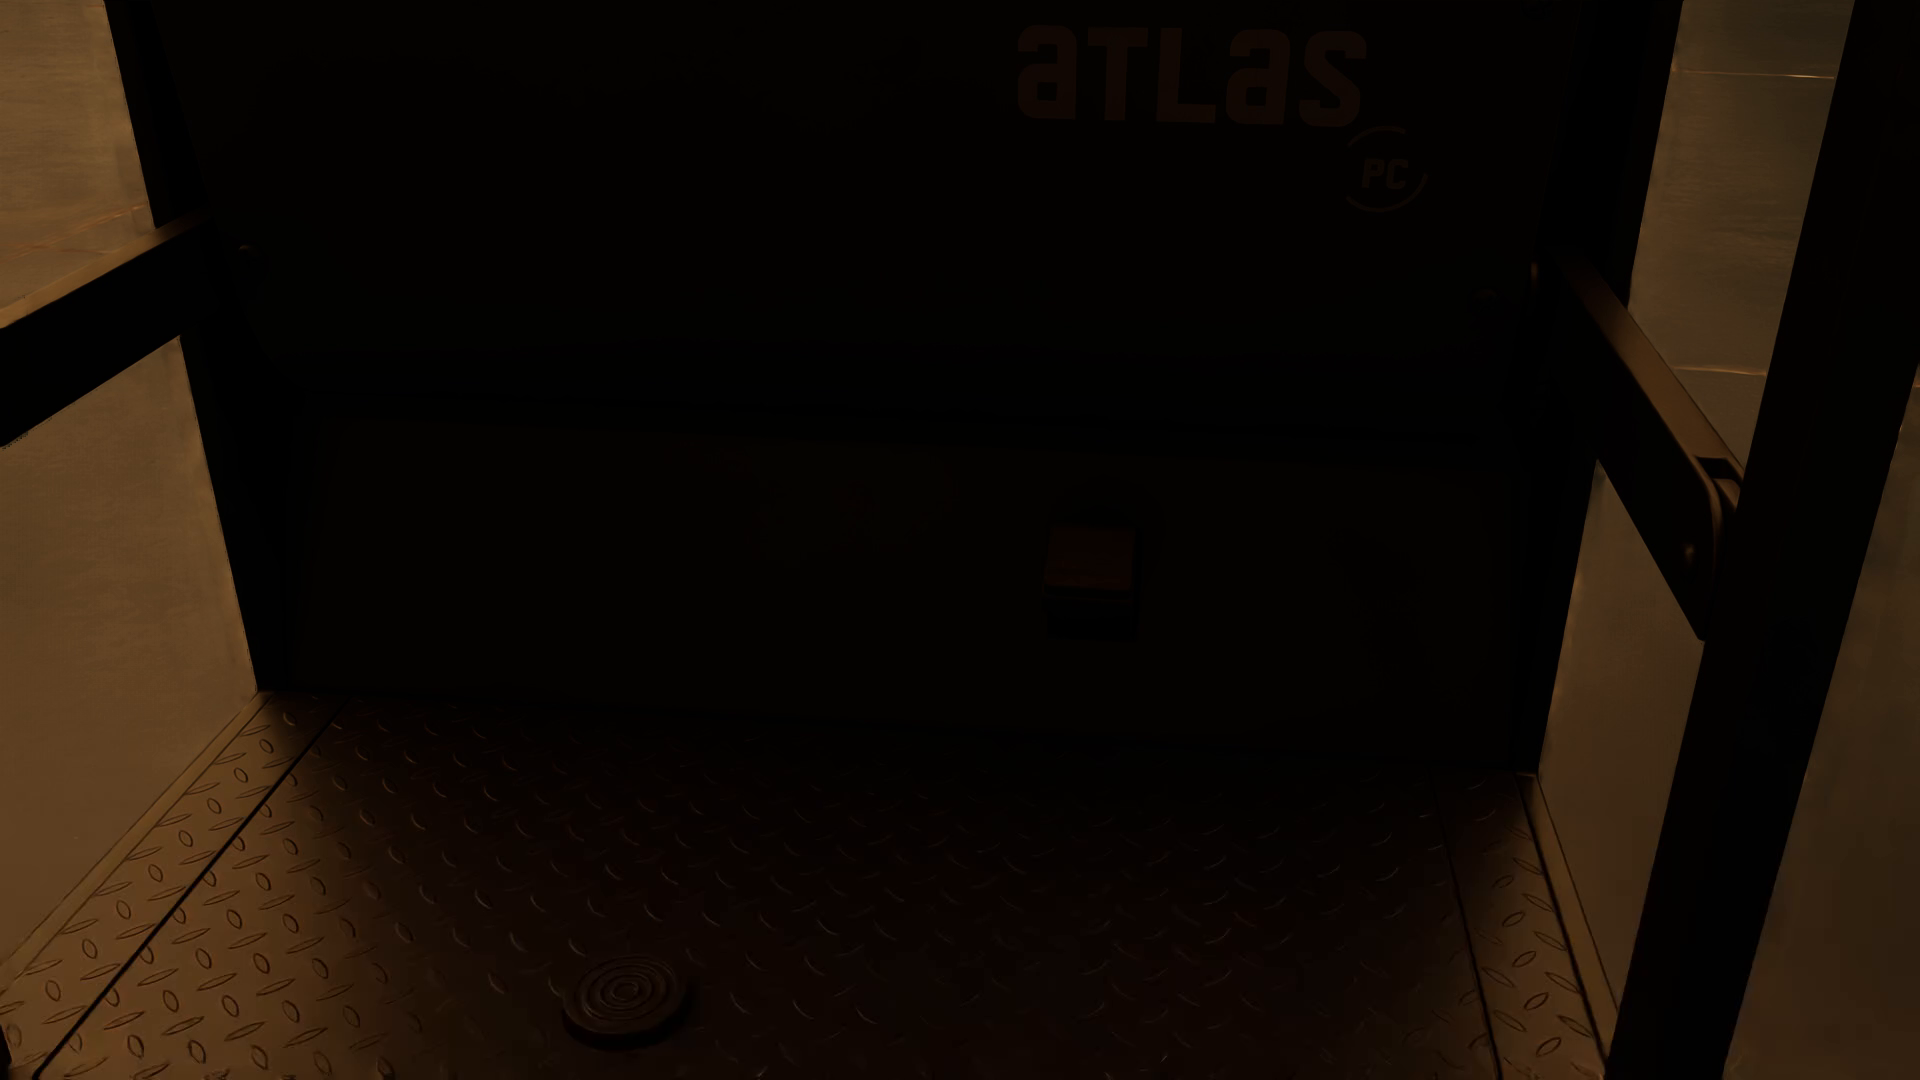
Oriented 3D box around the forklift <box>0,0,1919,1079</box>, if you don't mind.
[{"bbox_3d":[-0.097,-0.739,0.711,1.130,2.935,3.031,3,27,6],"label":"forklift"}]
